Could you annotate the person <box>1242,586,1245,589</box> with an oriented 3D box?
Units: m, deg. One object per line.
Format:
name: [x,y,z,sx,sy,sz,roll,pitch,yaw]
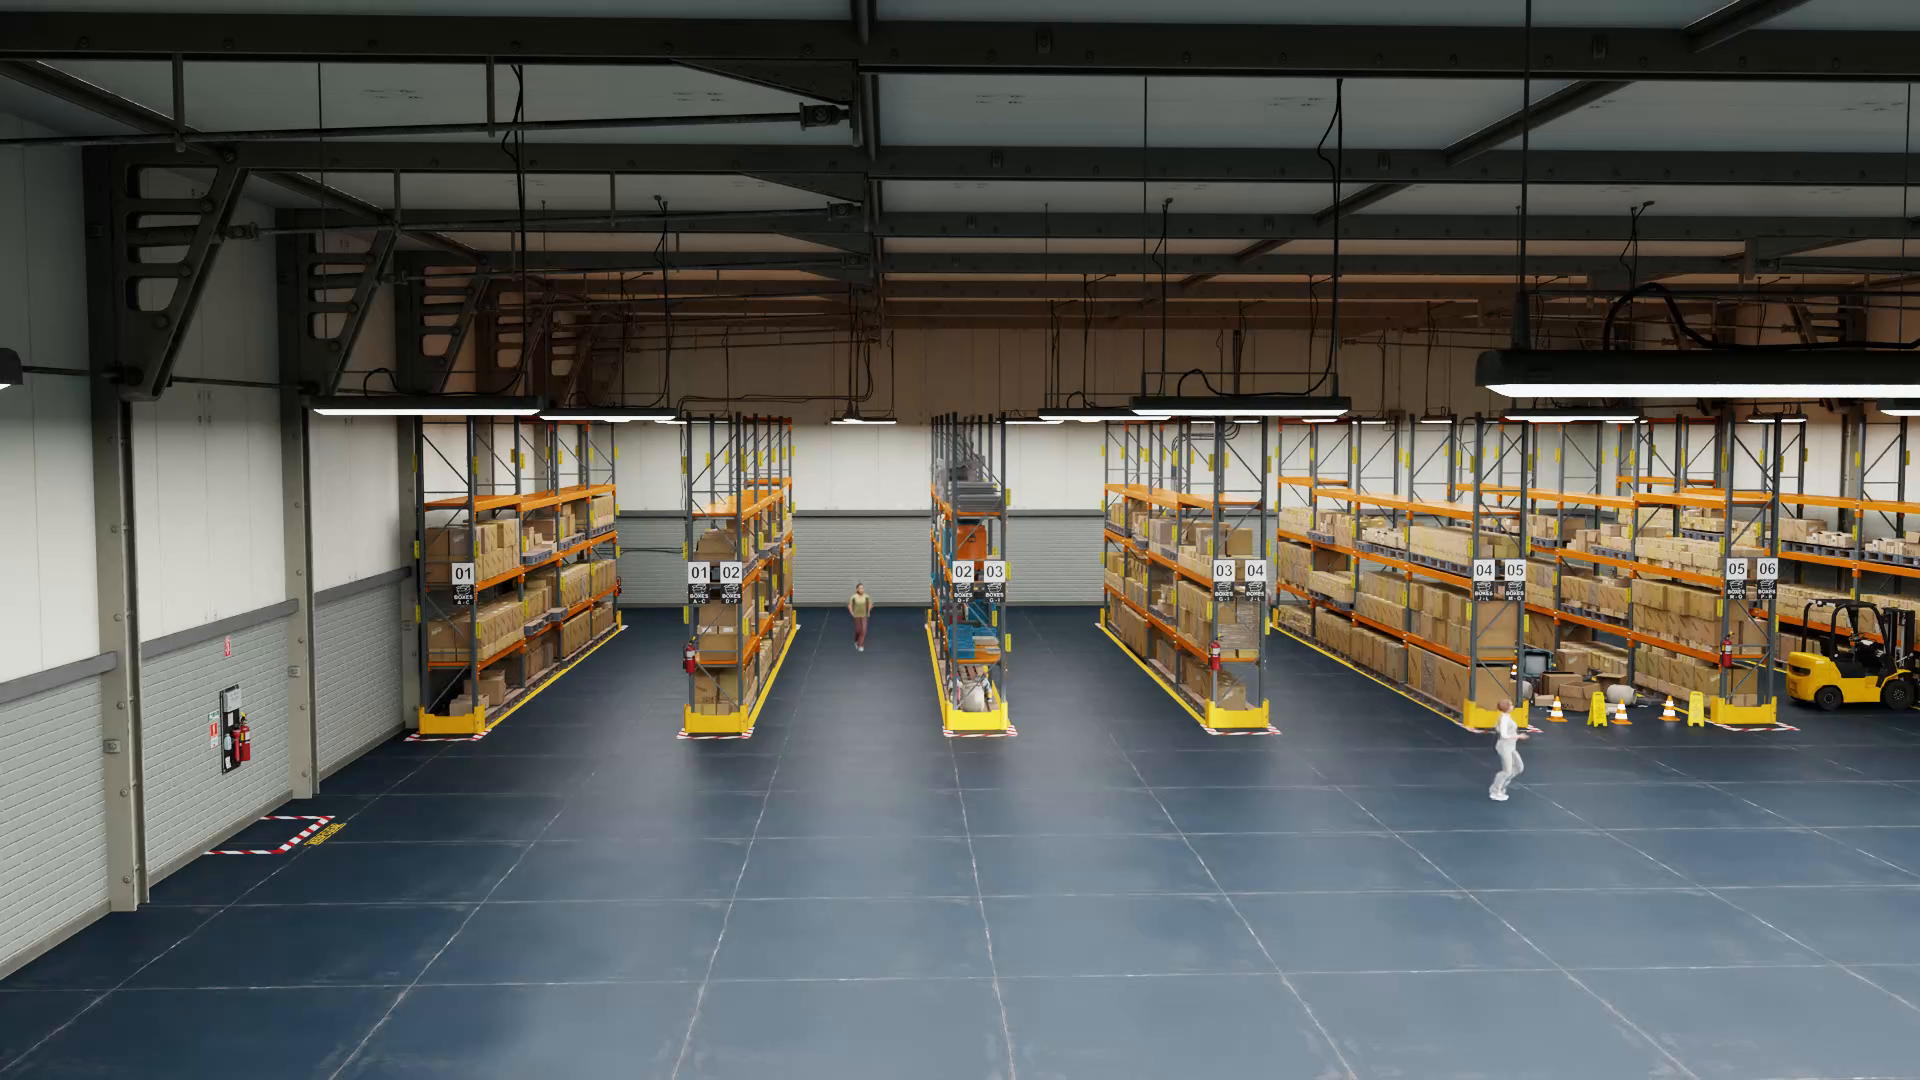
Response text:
person: [7.863,1.838,45.285,0.609,1.625,0.547,0,4,0]

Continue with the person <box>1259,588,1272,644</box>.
person: [7.959,1.866,43.835,0.640,1.760,0.645,0,4,0]

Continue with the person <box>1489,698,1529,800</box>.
person: [8.396,3.196,25.404,0.570,1.560,0.520,2,4,25]

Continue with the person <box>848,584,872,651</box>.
person: [-2.430,1.872,40.506,0.575,1.629,0.546,-1,4,-12]
